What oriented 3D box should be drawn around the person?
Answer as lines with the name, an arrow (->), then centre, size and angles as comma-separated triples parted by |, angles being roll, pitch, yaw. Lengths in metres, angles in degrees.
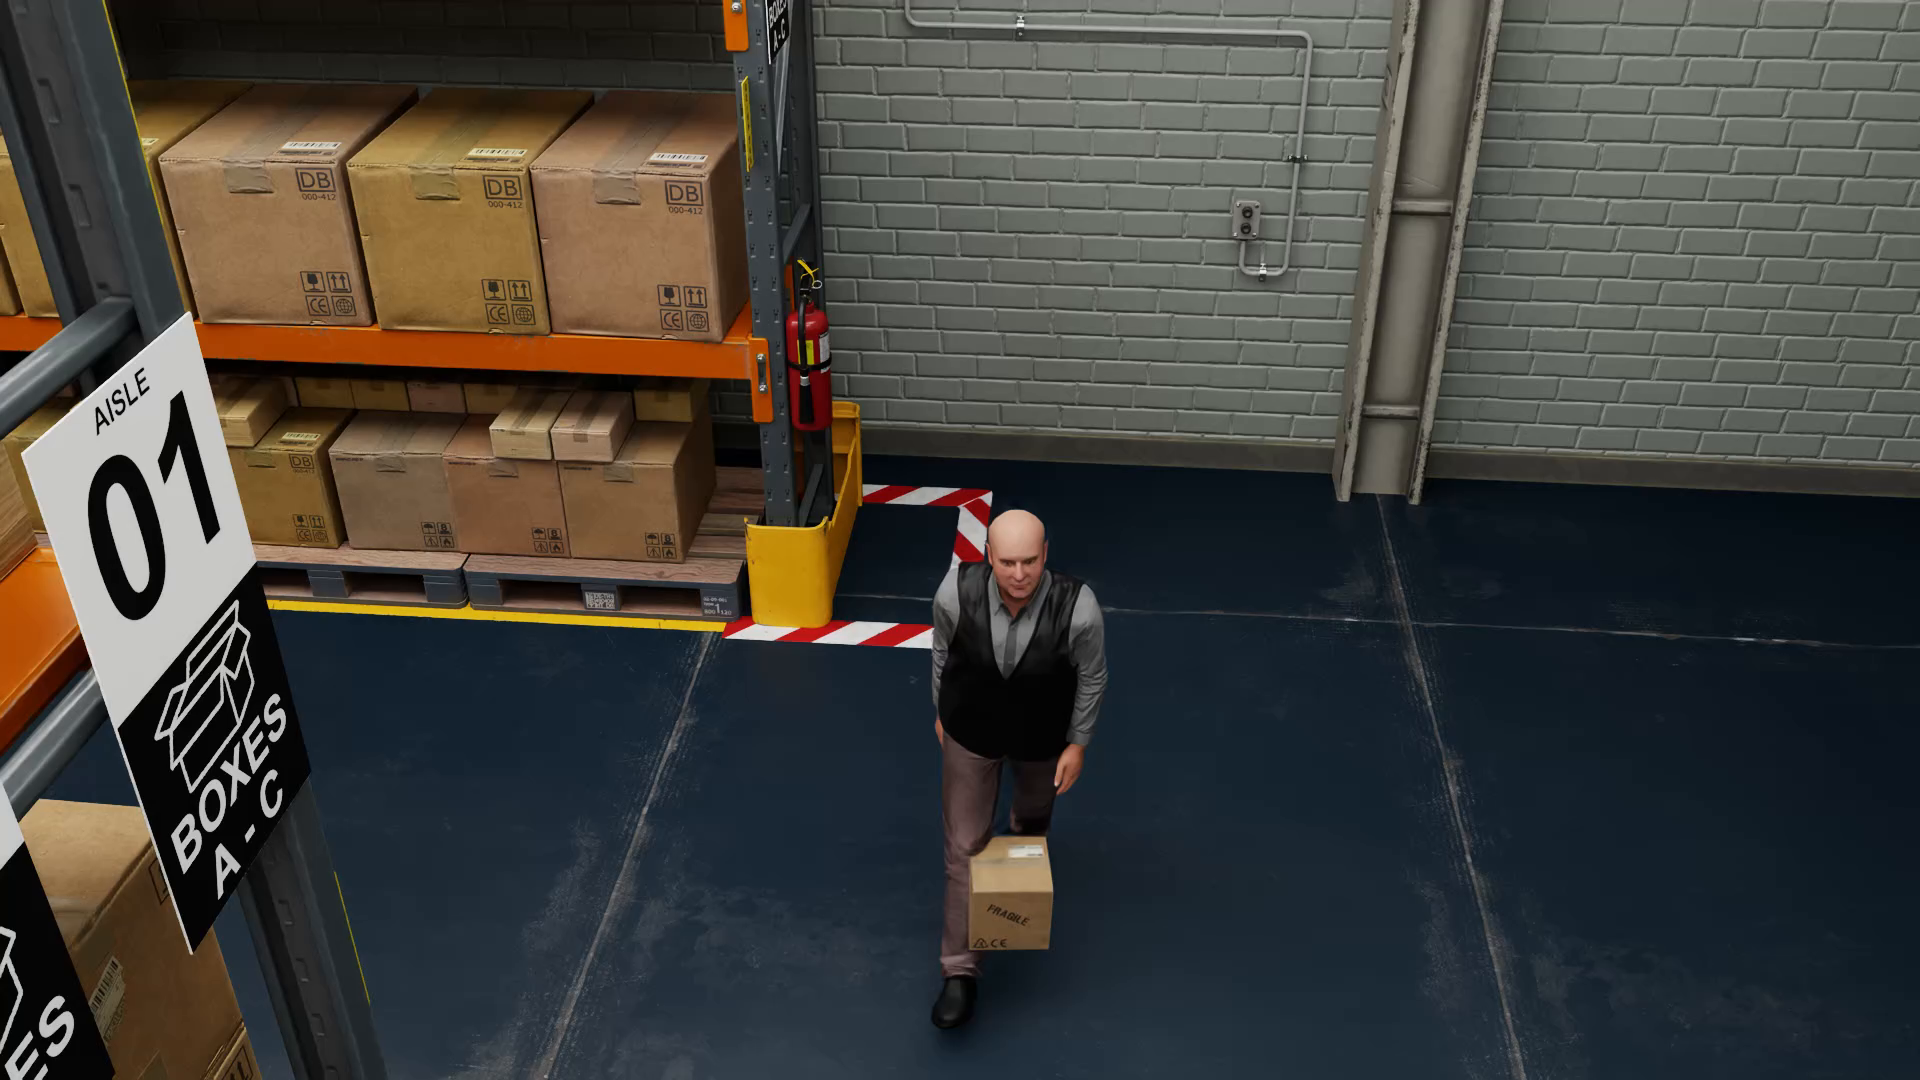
person -> 0.174, 0.626, 5.155 | 0.547, 1.652, 1.067 | 2, 32, 3
